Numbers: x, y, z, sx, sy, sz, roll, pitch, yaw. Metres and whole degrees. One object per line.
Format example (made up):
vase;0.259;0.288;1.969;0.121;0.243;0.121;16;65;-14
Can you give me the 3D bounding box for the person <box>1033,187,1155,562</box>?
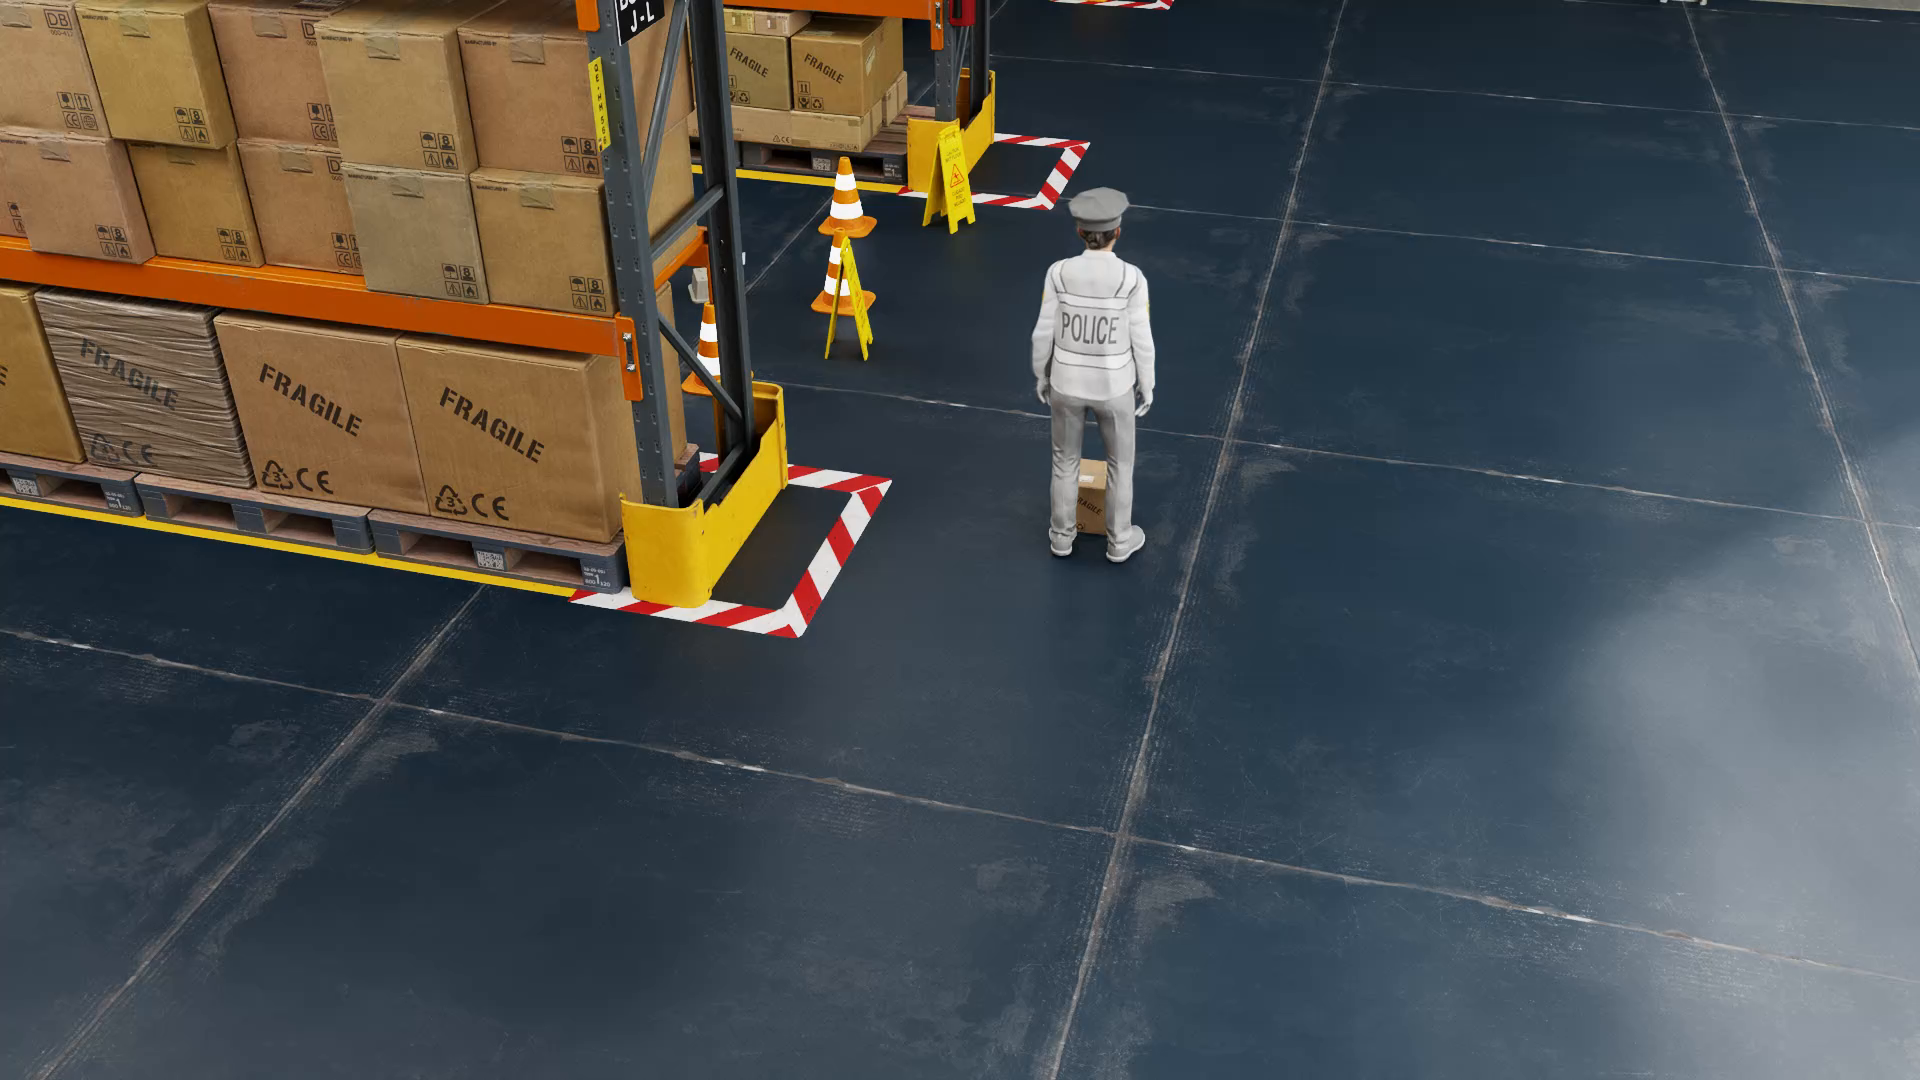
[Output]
person;0.573;-0.667;7.161;0.528;1.664;0.373;8;34;12
